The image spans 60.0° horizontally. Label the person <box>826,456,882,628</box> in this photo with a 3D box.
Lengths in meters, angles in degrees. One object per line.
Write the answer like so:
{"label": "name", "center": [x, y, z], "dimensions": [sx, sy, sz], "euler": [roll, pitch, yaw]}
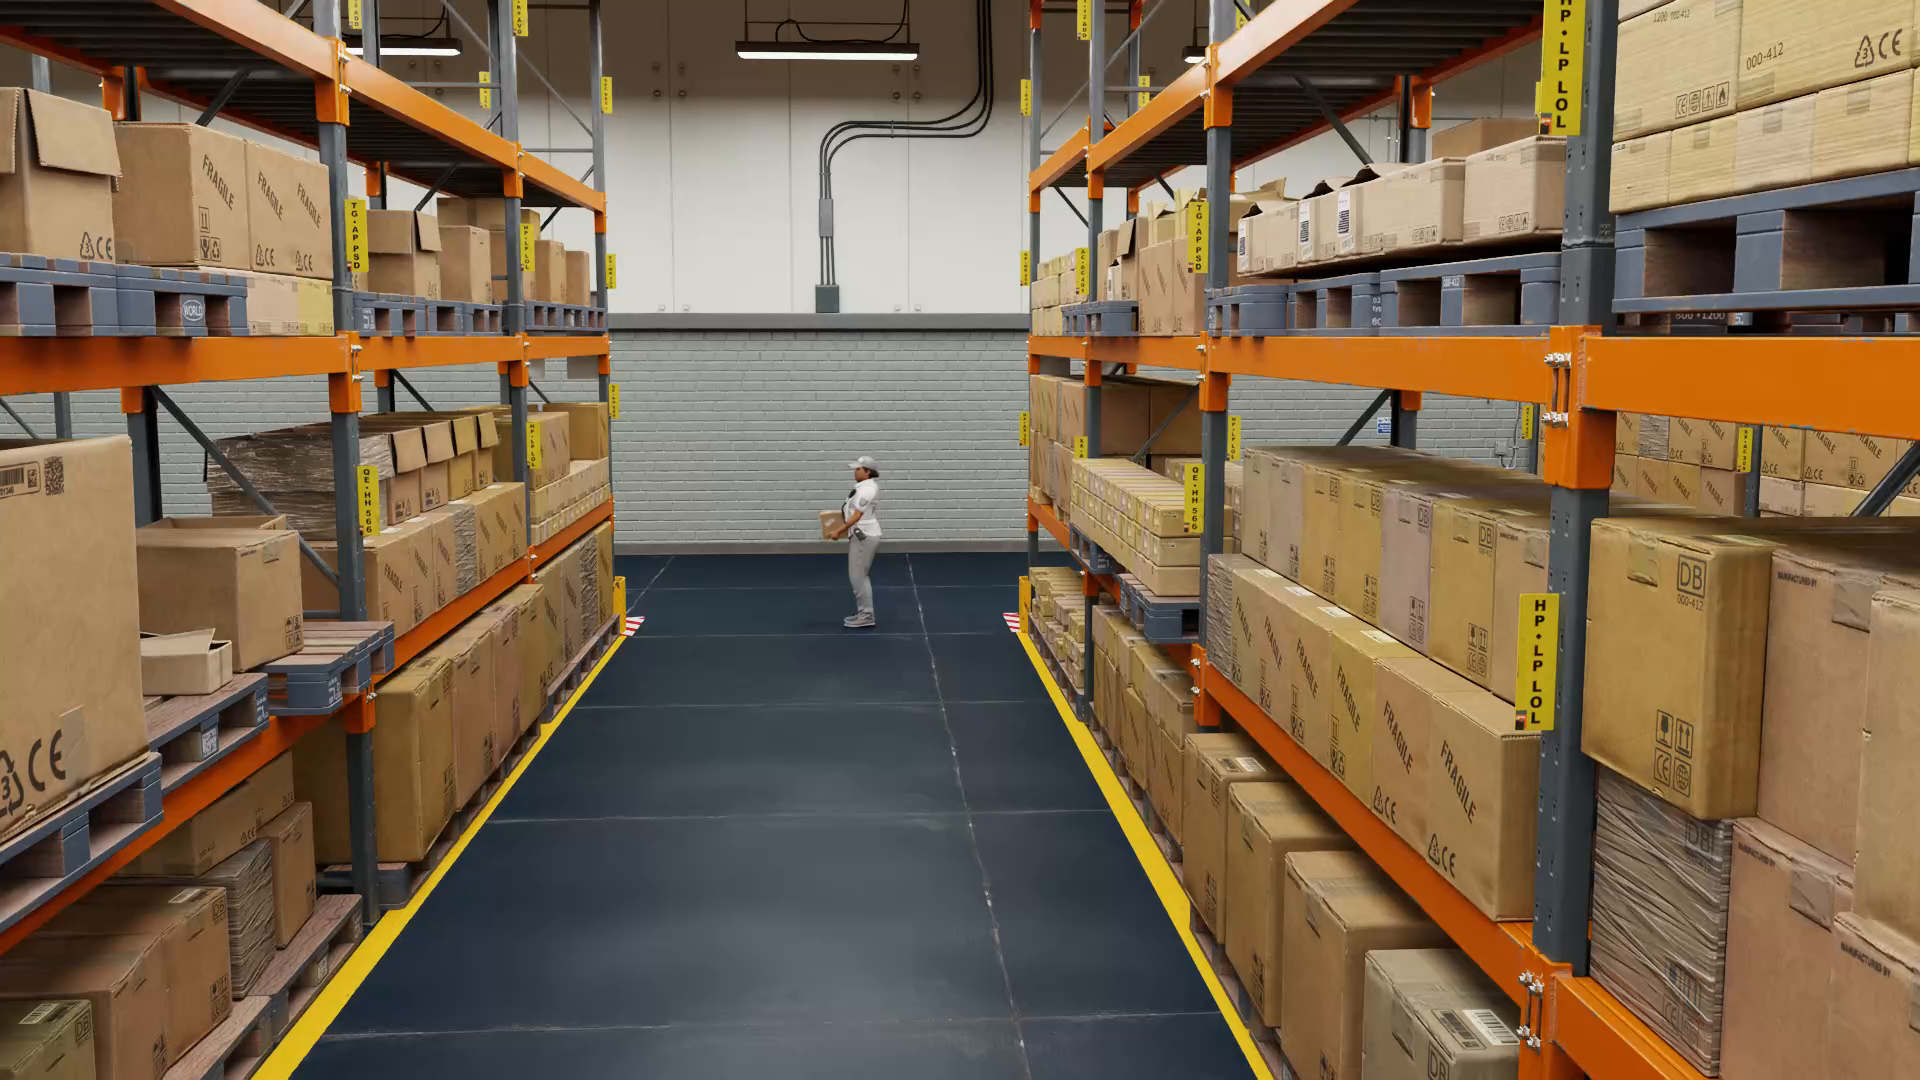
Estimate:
{"label": "person", "center": [-1.028, 0.010, 16.209], "dimensions": [0.541, 1.657, 0.455], "euler": [0, 7, -3]}
